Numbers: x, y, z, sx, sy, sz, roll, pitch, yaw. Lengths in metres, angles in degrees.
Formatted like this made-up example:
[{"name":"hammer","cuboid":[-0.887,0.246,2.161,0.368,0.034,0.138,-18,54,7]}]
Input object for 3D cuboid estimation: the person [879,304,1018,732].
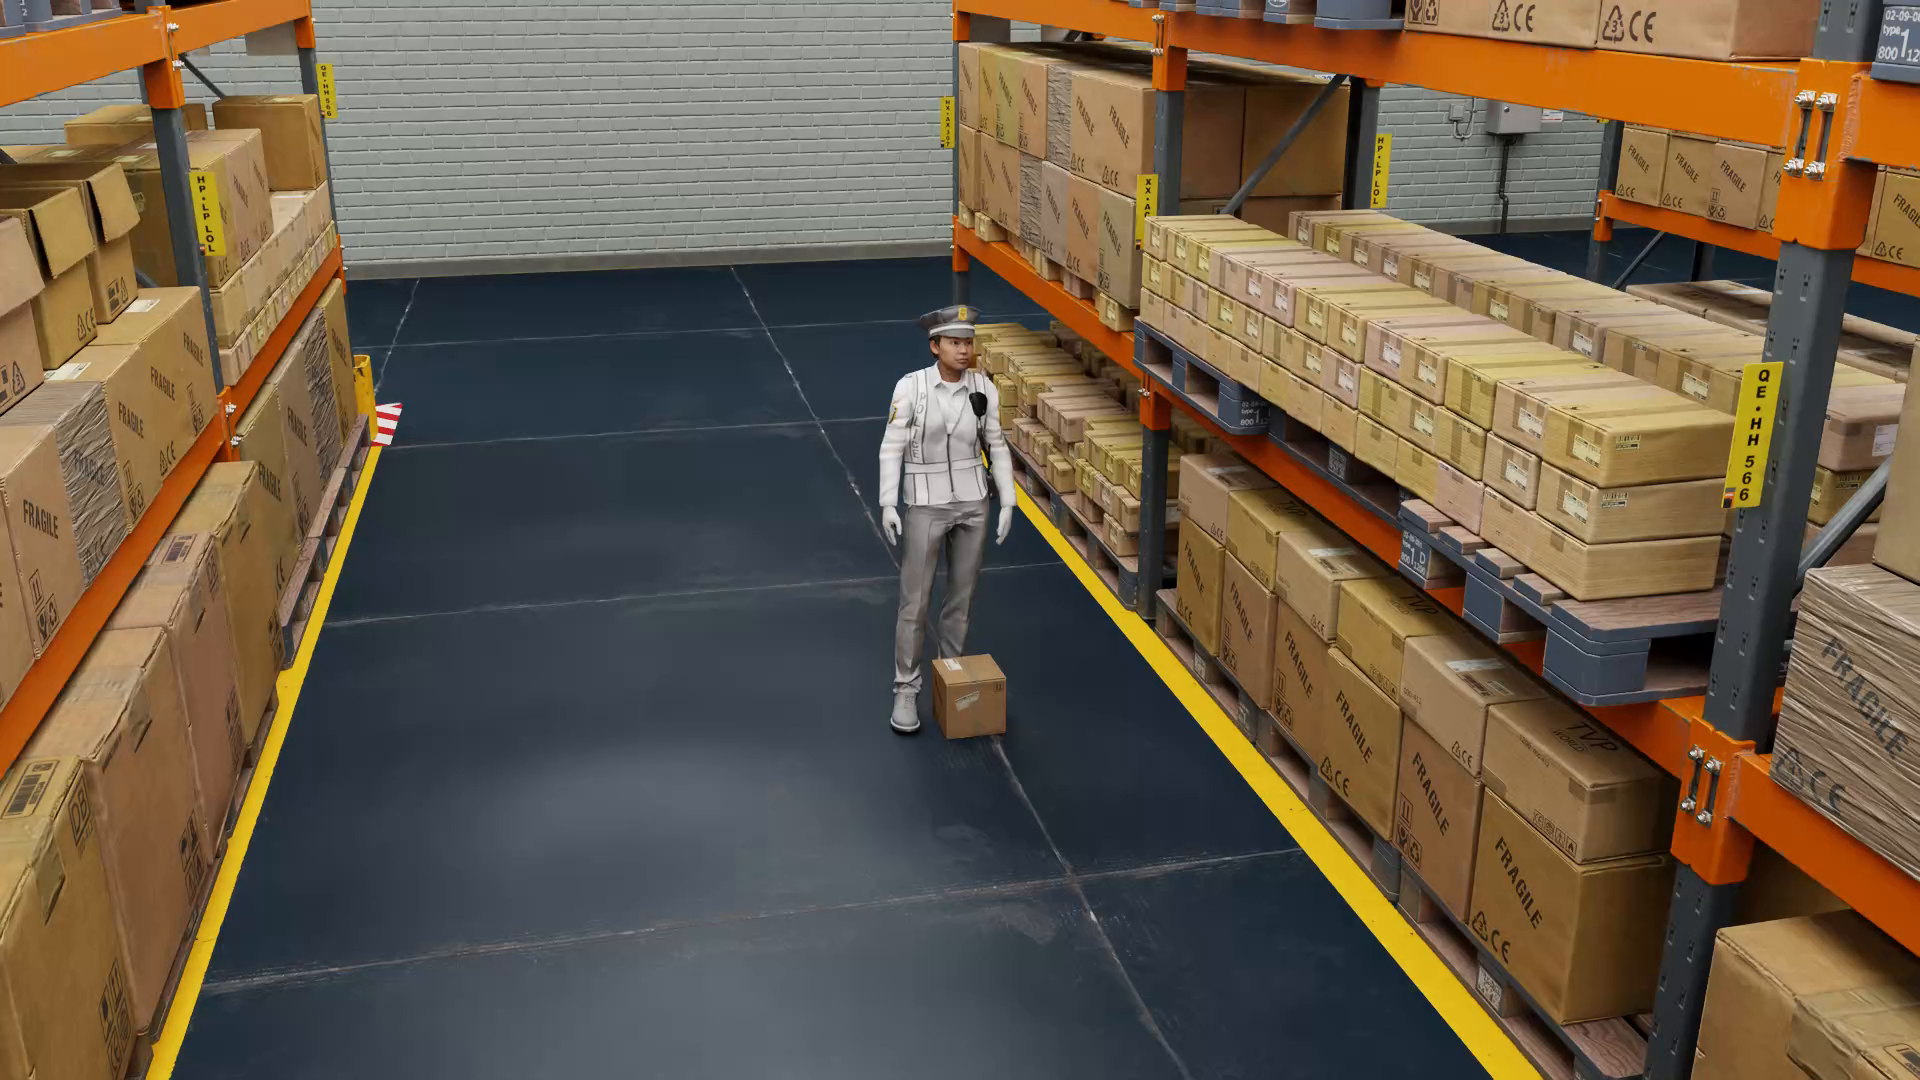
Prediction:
[{"name":"person","cuboid":[-0.040,-0.108,6.797,0.588,1.697,0.534,-5,20,-13]}]
